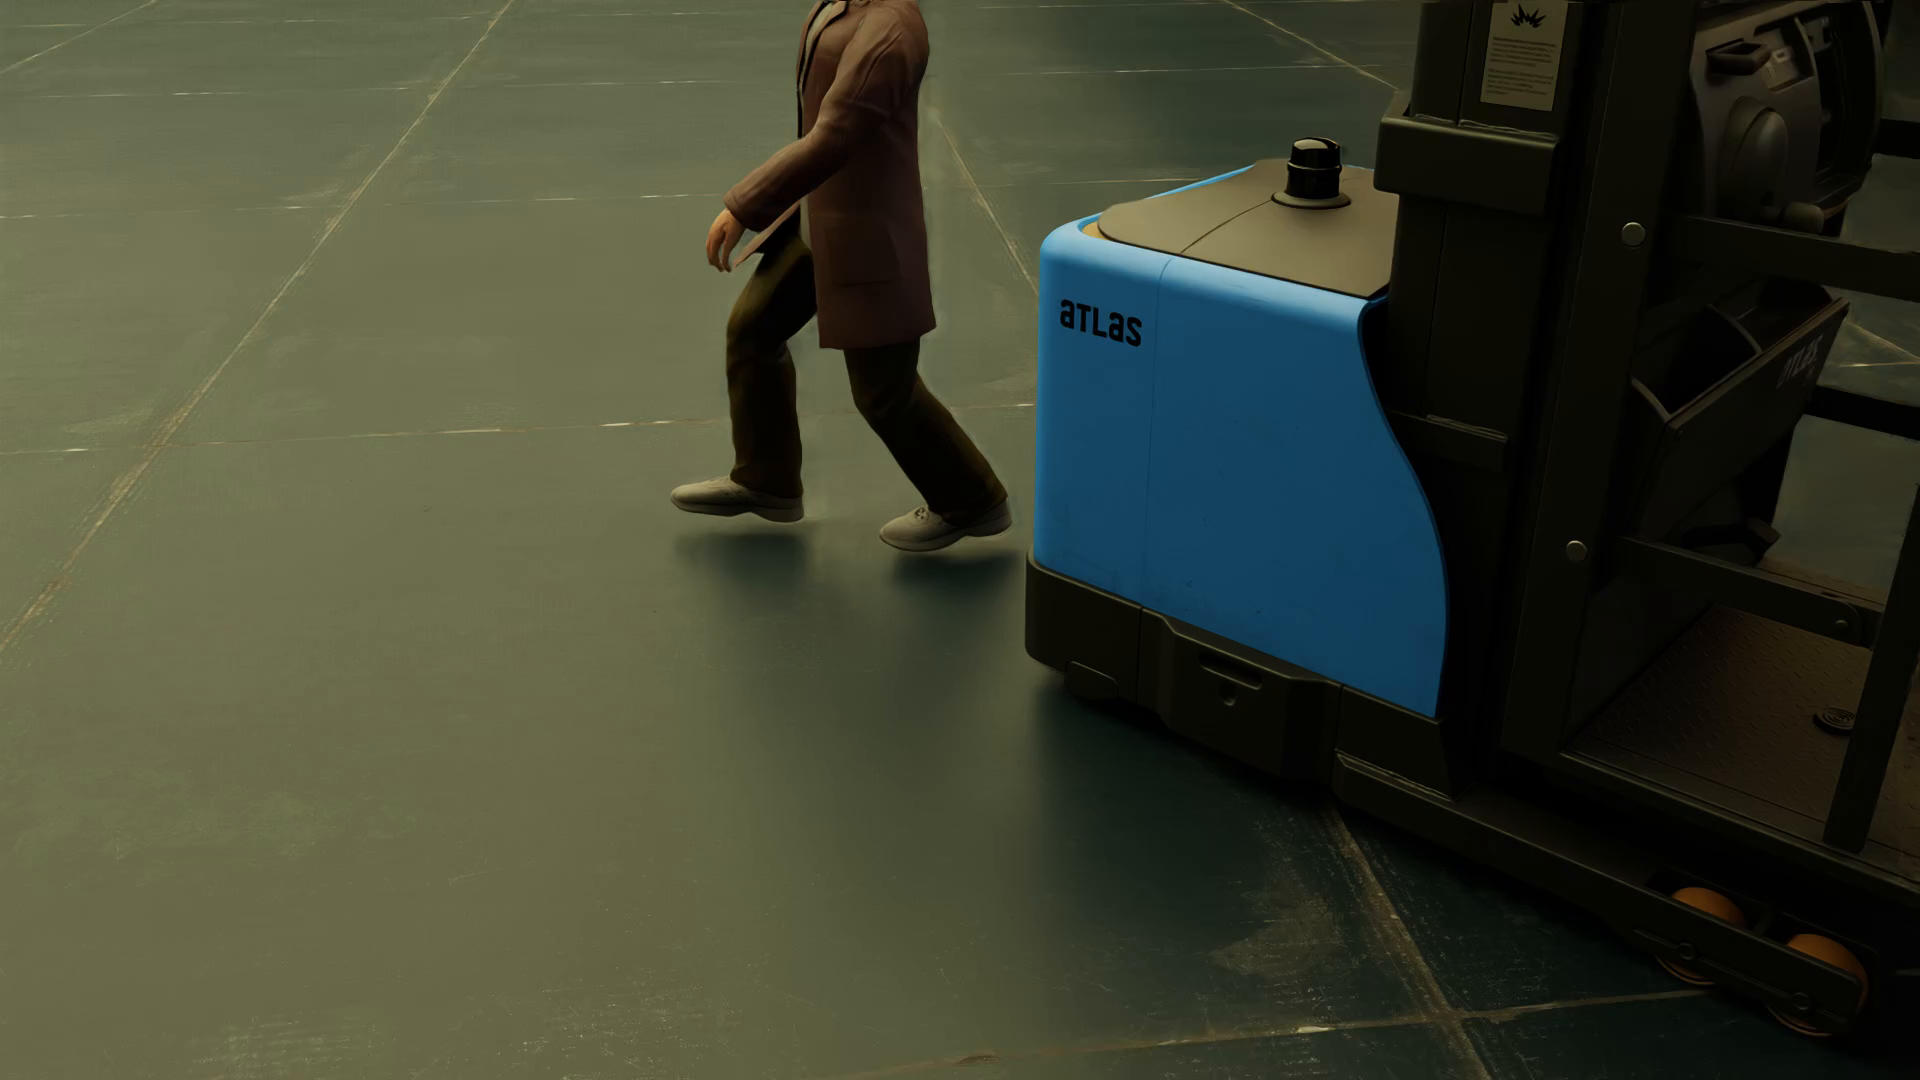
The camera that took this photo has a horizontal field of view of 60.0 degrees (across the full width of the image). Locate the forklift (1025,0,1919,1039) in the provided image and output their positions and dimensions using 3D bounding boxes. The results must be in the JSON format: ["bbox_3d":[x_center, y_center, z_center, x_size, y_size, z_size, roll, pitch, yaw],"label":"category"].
[{"bbox_3d":[1.586,-0.731,2.747,3.031,2.935,1.130,21,33,37],"label":"forklift"}]

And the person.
[{"bbox_3d":[-0.326,-0.801,4.238,0.872,1.707,0.720,-9,27,-18],"label":"person"}]
